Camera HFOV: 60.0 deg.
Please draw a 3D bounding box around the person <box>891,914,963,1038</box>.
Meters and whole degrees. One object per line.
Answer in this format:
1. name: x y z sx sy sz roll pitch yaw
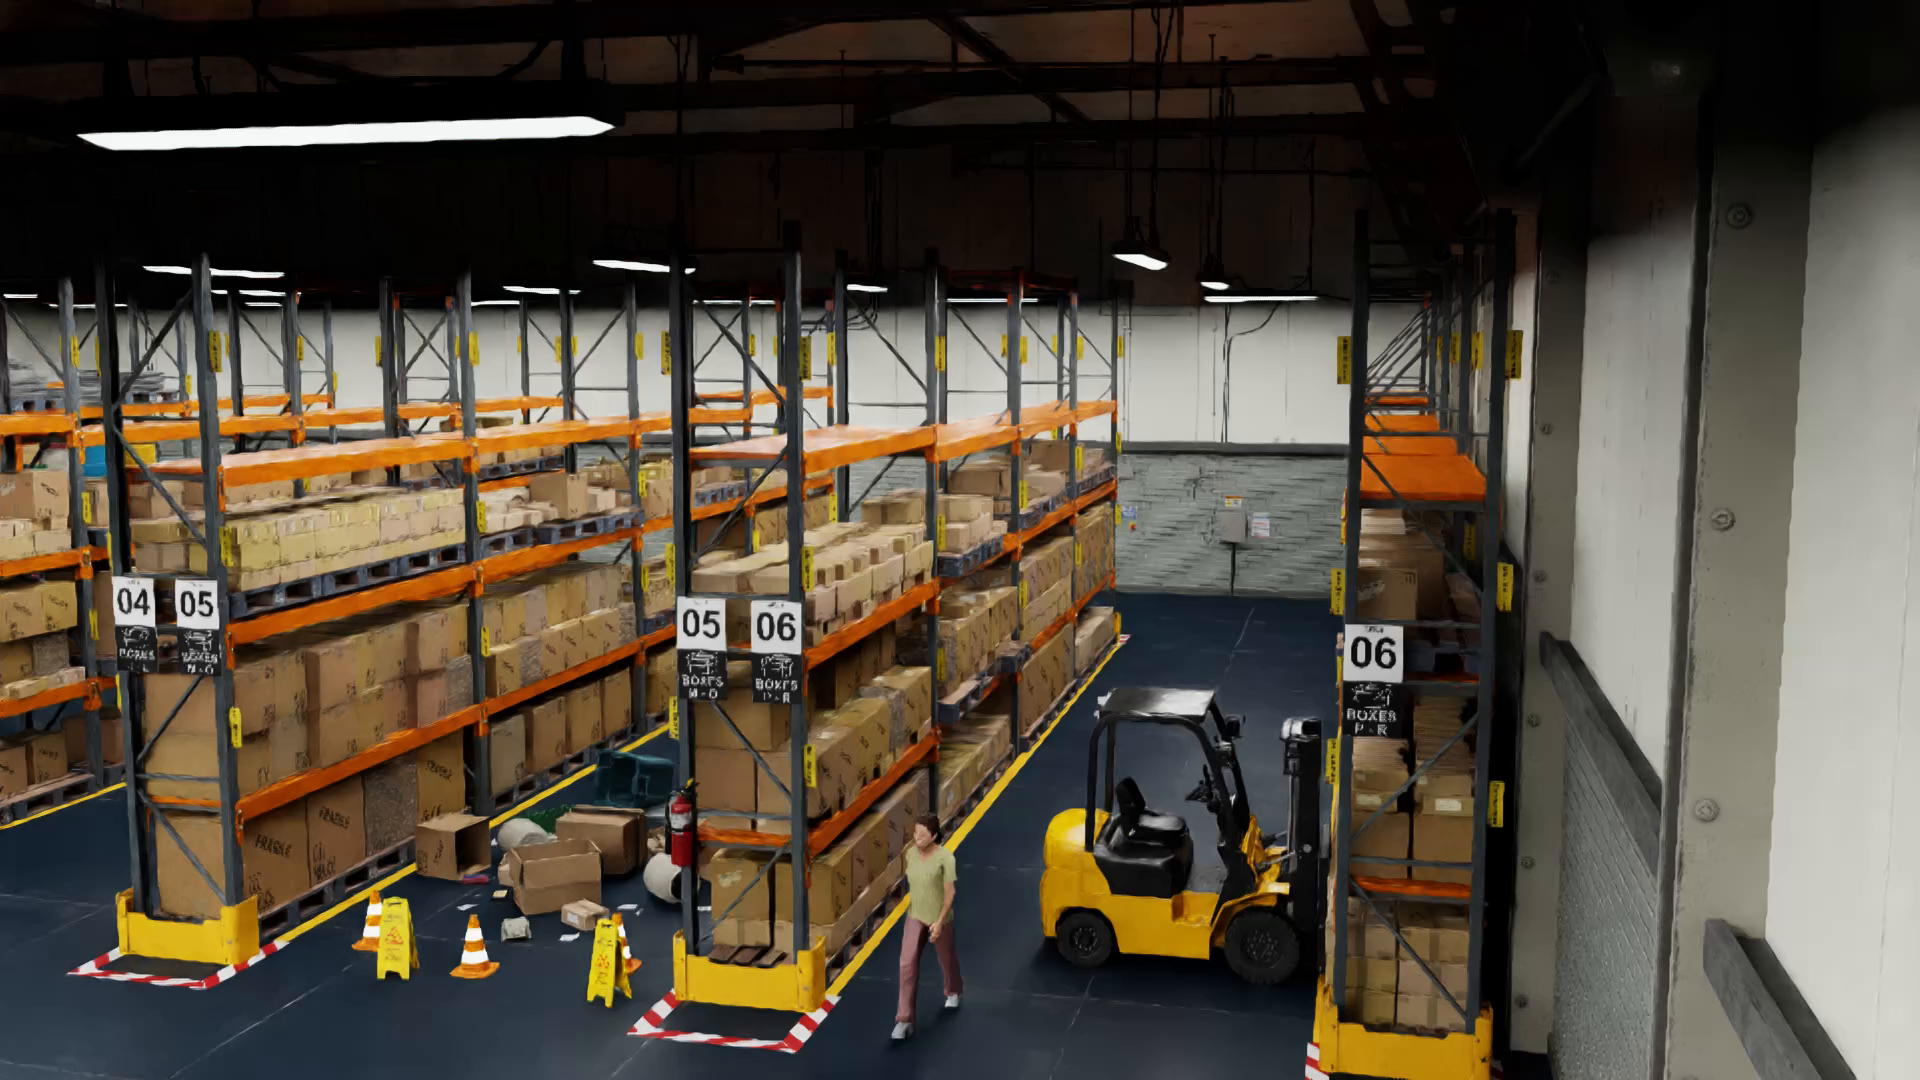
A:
1. person: -0.255 3.174 12.523 0.332 0.928 0.997 3 7 20
